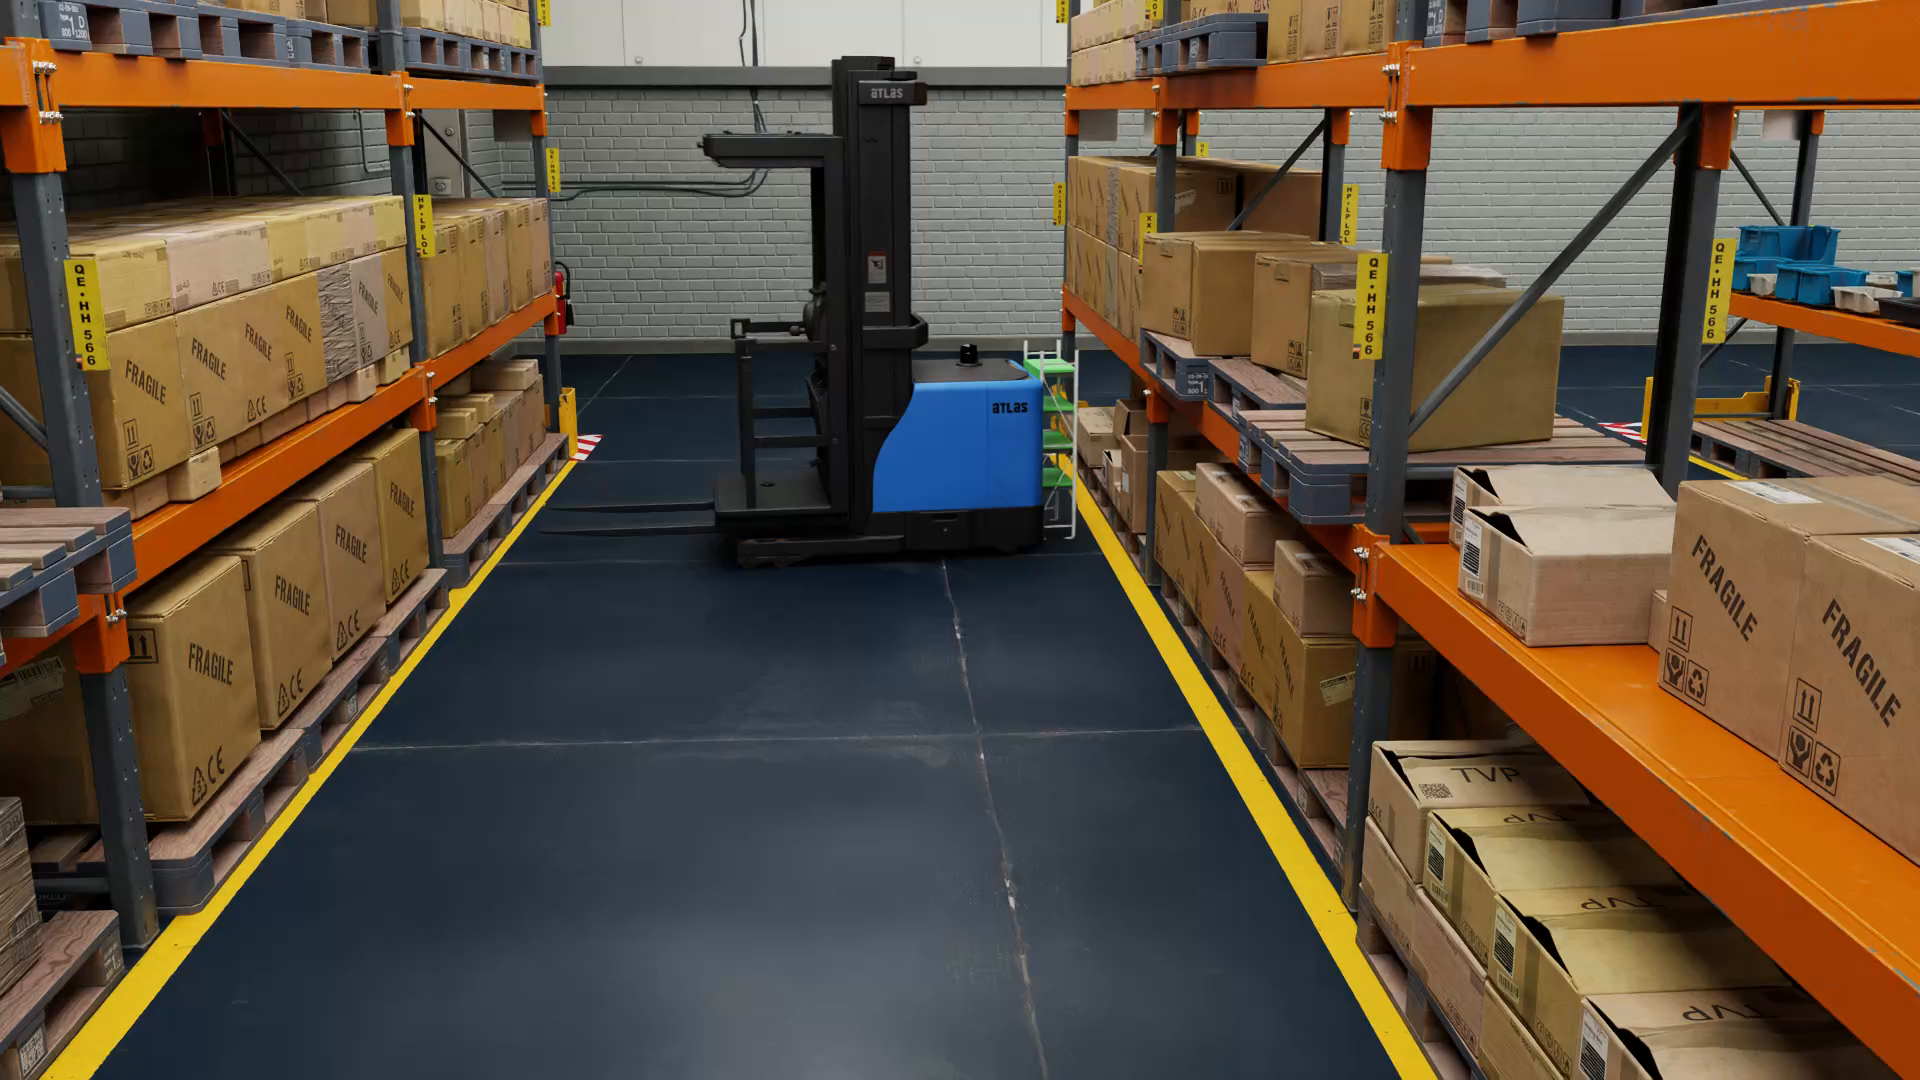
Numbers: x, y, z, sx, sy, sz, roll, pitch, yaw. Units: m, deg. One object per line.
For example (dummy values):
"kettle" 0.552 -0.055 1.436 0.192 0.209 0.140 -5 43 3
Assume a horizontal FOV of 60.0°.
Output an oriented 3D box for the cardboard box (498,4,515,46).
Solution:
"cardboard box" -3.283 -3.446 11.137 0.500 0.250 0.500 -1 14 -6

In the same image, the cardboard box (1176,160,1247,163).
"cardboard box" 1.688 -2.371 11.513 0.500 0.500 0.500 0 14 -2

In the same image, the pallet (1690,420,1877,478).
"pallet" 6.274 -0.718 12.895 1.003 0.211 1.213 -1 14 -3

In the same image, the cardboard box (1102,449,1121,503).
"cardboard box" 1.200 -0.439 10.726 0.500 0.311 0.500 -1 14 -3

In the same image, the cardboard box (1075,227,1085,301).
"cardboard box" 1.119 -2.005 12.098 0.500 0.500 0.500 -1 14 -4

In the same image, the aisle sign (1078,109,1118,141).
"aisle sign" 1.020 -3.470 12.777 0.394 0.787 0.004 -1 14 -3

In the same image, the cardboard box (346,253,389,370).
"cardboard box" -3.057 -1.091 7.910 0.500 0.500 0.500 -1 14 -3

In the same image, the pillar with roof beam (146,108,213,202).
"pillar with roof beam" 0.011 -4.259 9.021 9.100 9.000 0.400 -1 14 -3

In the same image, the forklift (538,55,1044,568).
"forklift" -1.048 -1.392 10.055 3.031 2.935 1.130 -2 15 -9

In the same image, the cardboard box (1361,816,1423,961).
"cardboard box" 1.552 1.054 5.087 0.500 0.250 0.500 -1 14 -4

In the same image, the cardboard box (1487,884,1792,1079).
"cardboard box" 1.623 1.039 4.016 0.500 0.311 0.500 -1 14 -5

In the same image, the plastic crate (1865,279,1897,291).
"plastic crate" 6.575 -1.761 11.761 0.298 0.136 0.250 -1 14 -3

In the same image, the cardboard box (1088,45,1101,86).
"cardboard box" 1.146 -3.198 11.219 0.500 0.250 0.500 -1 14 -3

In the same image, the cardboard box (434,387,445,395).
"cardboard box" -3.595 -0.906 10.899 0.380 0.149 0.250 -1 14 -4

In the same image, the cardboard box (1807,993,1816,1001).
"cardboard box" 2.187 1.153 3.575 0.500 0.311 0.500 0 14 -2

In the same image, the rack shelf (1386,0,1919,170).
"rack shelf" 1.937 -0.816 3.103 1.077 0.370 4.000 -1 14 -3

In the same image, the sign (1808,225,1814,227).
"sign" 6.810 -2.366 13.375 0.100 0.325 0.005 -1 14 -3

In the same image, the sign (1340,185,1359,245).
"sign" 2.119 -1.774 9.079 0.100 0.325 0.005 -1 14 -3

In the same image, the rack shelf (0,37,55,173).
"rack shelf" -3.007 -0.739 2.802 1.077 0.370 4.000 -1 14 -3

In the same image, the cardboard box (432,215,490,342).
"cardboard box" -3.436 -1.589 10.080 0.980 0.700 0.700 -1 14 -5

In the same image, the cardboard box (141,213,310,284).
"cardboard box" -3.008 -1.199 6.824 0.500 0.250 0.500 -1 14 -5

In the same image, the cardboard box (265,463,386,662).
"cardboard box" -3.151 0.092 7.622 0.750 0.750 0.750 0 14 -2

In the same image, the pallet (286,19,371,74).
"pallet" -3.273 -2.260 7.653 0.805 0.209 1.217 -1 15 -6

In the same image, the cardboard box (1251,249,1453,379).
"cardboard box" 1.736 -1.018 7.418 0.700 0.500 0.500 -5 15 -18

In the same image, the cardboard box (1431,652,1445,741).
"cardboard box" 2.032 0.540 6.540 0.500 0.500 0.500 -1 14 -5

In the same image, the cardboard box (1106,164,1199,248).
"cardboard box" 1.210 -2.111 10.505 0.500 0.500 0.500 -1 14 -3

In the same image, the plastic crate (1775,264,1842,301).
"plastic crate" 6.030 -1.829 11.829 0.416 0.233 0.300 -1 14 -3

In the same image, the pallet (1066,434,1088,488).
"pallet" 1.373 -0.631 12.557 1.003 0.211 1.213 -1 14 -3

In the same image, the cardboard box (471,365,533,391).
"cardboard box" -3.277 -1.163 11.900 0.380 0.149 0.250 0 14 -2

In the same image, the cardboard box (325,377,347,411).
"cardboard box" -3.041 -0.681 7.617 0.380 0.149 0.250 -1 14 -3

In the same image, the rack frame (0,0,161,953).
"rack frame" -3.131 -0.132 5.019 1.000 3.000 0.127 -1 14 -3

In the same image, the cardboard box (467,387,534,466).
"cardboard box" -3.452 -0.817 11.857 0.700 0.500 0.500 -1 14 -4

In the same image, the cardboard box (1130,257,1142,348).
"cardboard box" 1.278 -1.373 9.642 0.500 0.500 0.500 -1 14 -3

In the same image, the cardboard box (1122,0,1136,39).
"cardboard box" 1.237 -3.067 9.707 0.500 0.250 0.500 -1 14 -3

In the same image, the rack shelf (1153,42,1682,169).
"rack shelf" 1.689 -1.811 6.969 1.077 0.370 4.000 -1 14 -3

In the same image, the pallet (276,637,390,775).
"pallet" -3.177 0.719 7.310 1.003 0.211 1.213 -1 14 -3

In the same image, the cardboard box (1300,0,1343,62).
"cardboard box" 1.721 -1.945 5.847 0.910 0.500 0.500 -1 14 -3

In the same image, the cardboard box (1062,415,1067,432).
"cardboard box" 1.000 -0.922 12.928 0.380 0.149 0.250 -1 14 -3

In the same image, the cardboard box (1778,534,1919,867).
"cardboard box" 1.966 0.290 3.178 0.500 0.500 0.500 -1 14 -3

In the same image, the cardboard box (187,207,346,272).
"cardboard box" -3.041 -1.326 7.316 0.500 0.250 0.500 -1 14 -2

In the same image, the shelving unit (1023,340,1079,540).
"shelving unit" 0.572 -0.647 10.634 0.258 1.200 0.503 -2 15 -9

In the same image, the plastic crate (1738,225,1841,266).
"plastic crate" 6.469 -2.240 13.022 0.616 0.435 0.499 -1 14 -3

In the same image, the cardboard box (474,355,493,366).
"cardboard box" -3.691 -1.284 12.369 0.380 0.149 0.250 -1 14 -3

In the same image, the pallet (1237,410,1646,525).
"pallet" 1.701 -0.284 5.995 1.213 0.211 1.003 -1 14 -3

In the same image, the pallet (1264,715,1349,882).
"pallet" 1.805 0.955 6.392 1.003 0.211 1.213 -1 14 -3

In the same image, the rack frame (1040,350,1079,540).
"rack frame" 0.613 -0.587 10.401 0.240 1.200 0.015 -2 15 -9

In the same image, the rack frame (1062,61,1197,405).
"rack frame" 1.317 -2.199 13.053 1.000 3.000 0.127 -1 14 -3

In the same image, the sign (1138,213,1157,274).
"sign" 1.024 -1.613 9.039 0.100 0.325 0.005 -1 14 -3

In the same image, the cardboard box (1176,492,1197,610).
"cardboard box" 1.396 0.050 8.446 0.500 0.500 0.500 -1 14 -3

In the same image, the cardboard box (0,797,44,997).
"cardboard box" -3.034 1.044 4.583 0.700 0.500 0.500 -1 14 -3

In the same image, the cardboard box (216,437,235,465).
"cardboard box" -3.022 -0.361 6.373 0.380 0.149 0.250 -1 14 -2

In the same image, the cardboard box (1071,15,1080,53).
"cardboard box" 1.089 -3.689 12.124 0.500 0.250 0.500 -1 14 -3

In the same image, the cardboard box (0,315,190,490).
"cardboard box" -2.906 -0.459 5.452 0.500 0.500 0.500 0 14 -2

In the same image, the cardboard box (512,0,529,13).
"cardboard box" -3.309 -3.939 11.548 0.500 0.500 0.500 -1 14 -4
